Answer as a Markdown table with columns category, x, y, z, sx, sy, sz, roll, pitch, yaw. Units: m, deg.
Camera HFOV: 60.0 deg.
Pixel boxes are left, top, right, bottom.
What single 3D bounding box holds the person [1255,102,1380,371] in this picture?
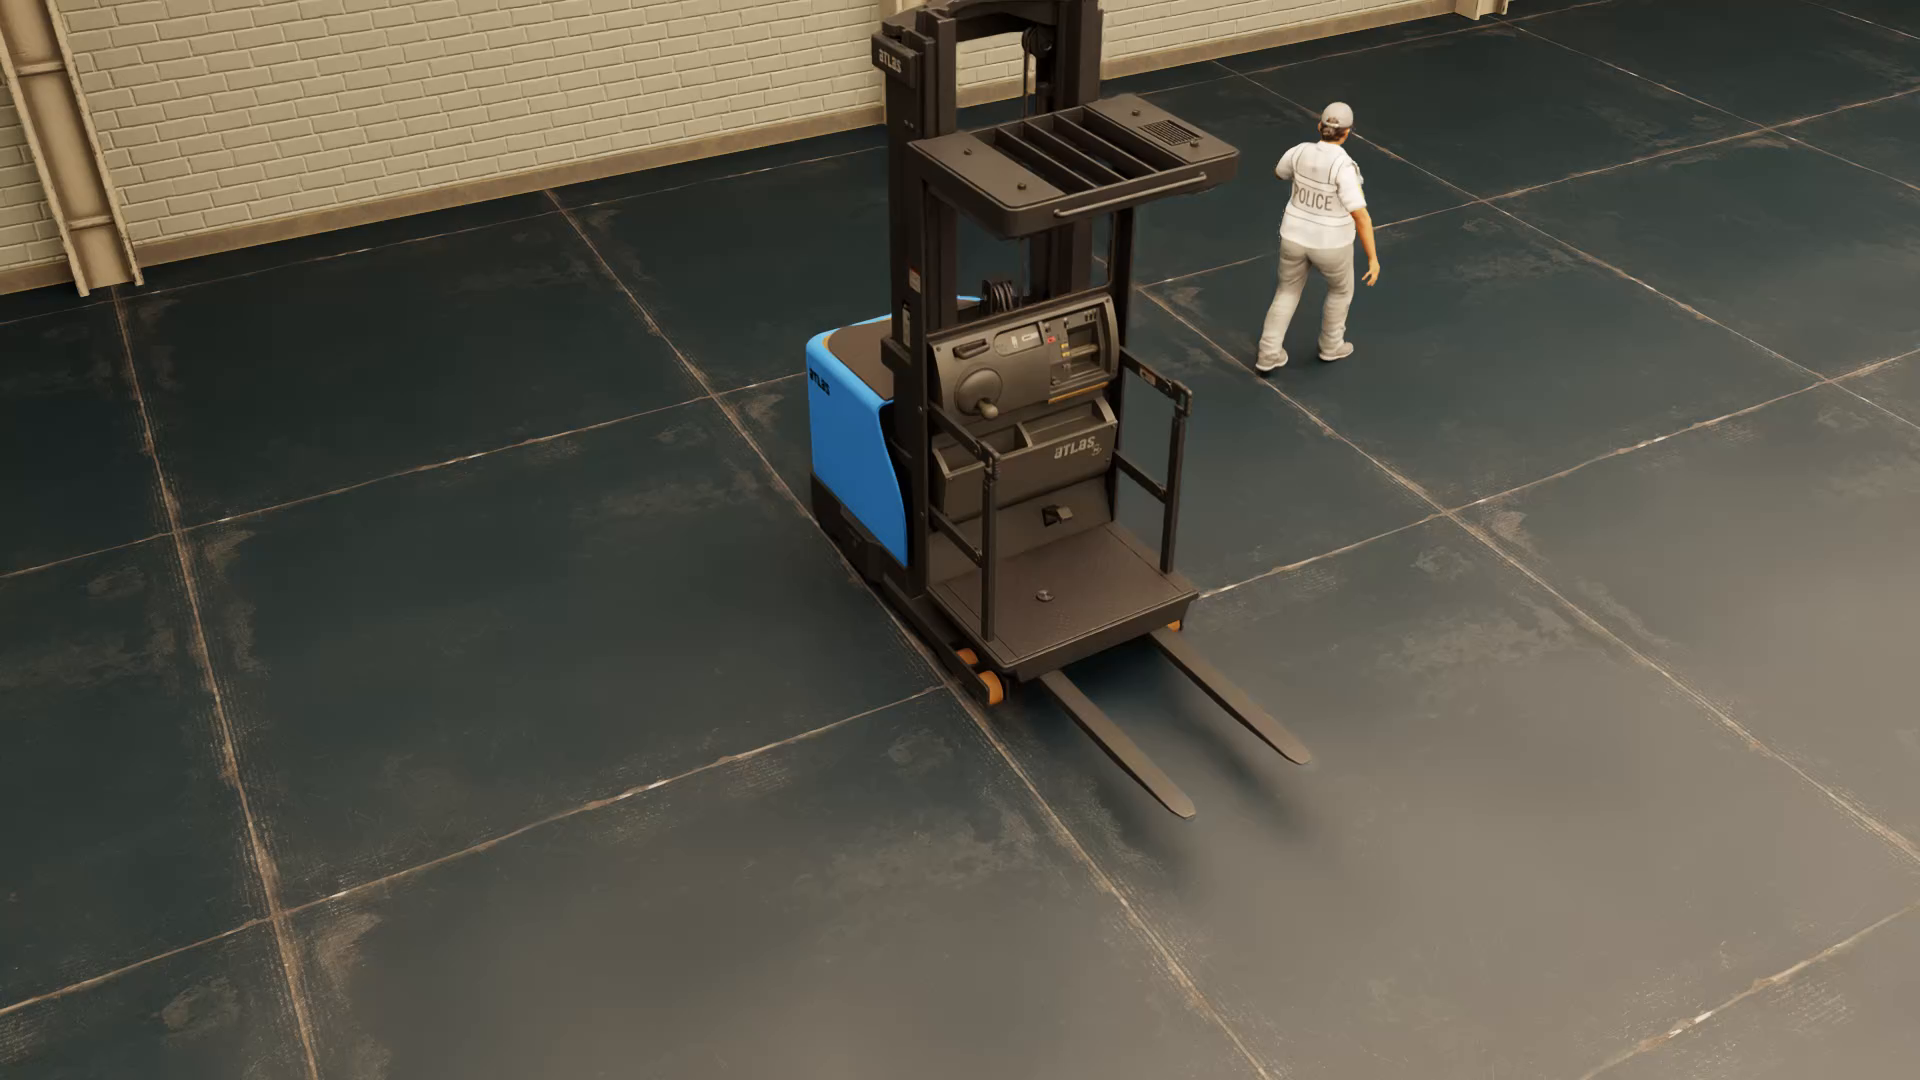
| category | x | y | z | sx | sy | sz | roll | pitch | yaw |
| --- | --- | --- | --- | --- | --- | --- | --- | --- | --- |
| person | 2.142 | -1.758 | 9.750 | 0.894 | 1.643 | 0.731 | 27 | 43 | 32 |

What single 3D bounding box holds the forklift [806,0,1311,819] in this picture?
| category | x | y | z | sx | sy | sz | roll | pitch | yaw |
| --- | --- | --- | --- | --- | --- | --- | --- | --- | --- |
| forklift | 0.409 | -0.742 | 7.173 | 1.130 | 2.935 | 3.031 | -19 | 40 | -25 |
